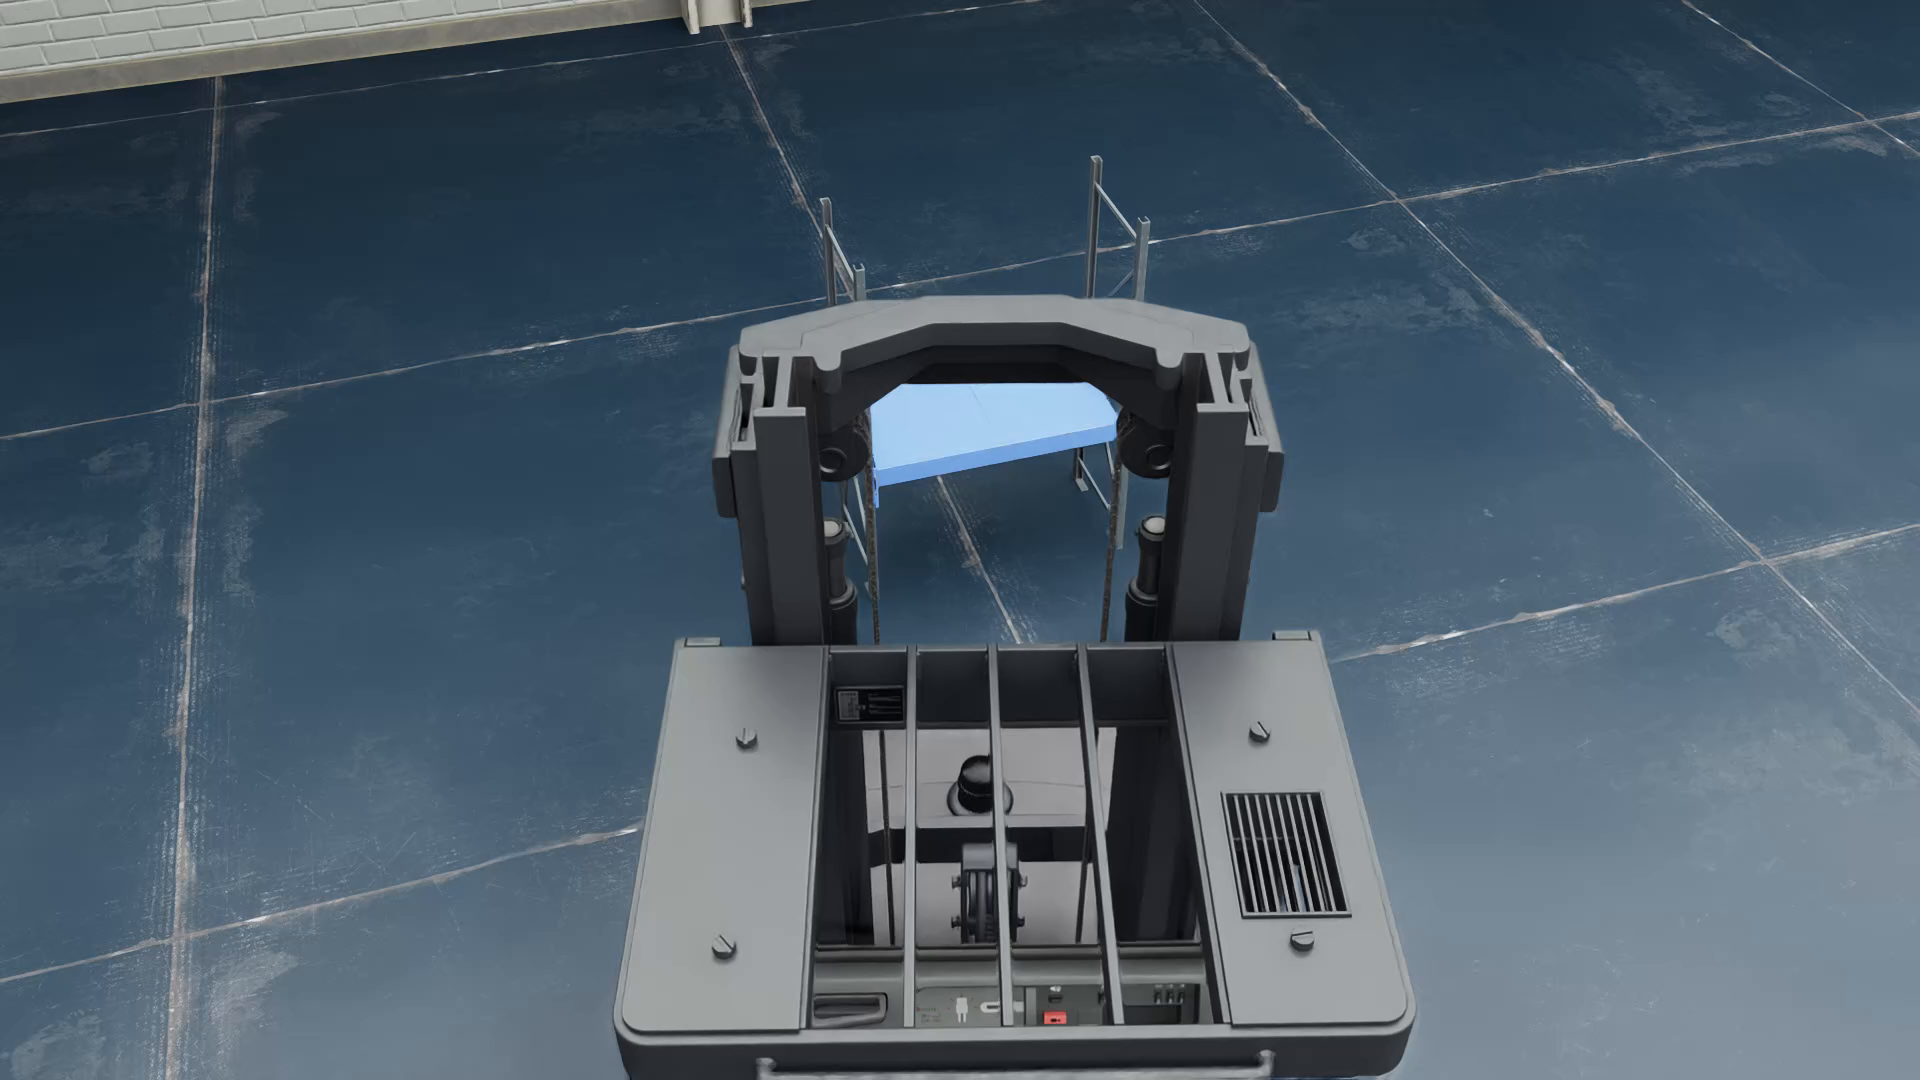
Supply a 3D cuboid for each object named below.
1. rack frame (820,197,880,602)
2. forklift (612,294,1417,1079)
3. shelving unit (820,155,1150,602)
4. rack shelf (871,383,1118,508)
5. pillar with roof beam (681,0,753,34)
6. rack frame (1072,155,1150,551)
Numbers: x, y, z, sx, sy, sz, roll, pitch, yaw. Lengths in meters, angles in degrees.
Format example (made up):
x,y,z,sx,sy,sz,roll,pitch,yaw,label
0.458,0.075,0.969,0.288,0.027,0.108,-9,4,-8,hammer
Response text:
x,y,z,sx,sy,sz,roll,pitch,yaw,label
-0.404,-0.481,6.161,0.032,1.500,0.500,-12,42,-13,rack frame
0.069,1.131,3.228,1.130,2.935,3.031,-1,41,-1,forklift
0.081,-0.582,6.276,1.048,1.500,0.538,-12,42,-13,shelving unit
0.081,-0.446,6.394,1.000,0.185,0.538,-12,42,-13,rack shelf
-0.242,-3.972,4.457,0.400,9.000,9.100,-12,42,-13,pillar with roof beam
0.566,-0.682,6.391,0.032,1.500,0.500,-12,42,-13,rack frame
